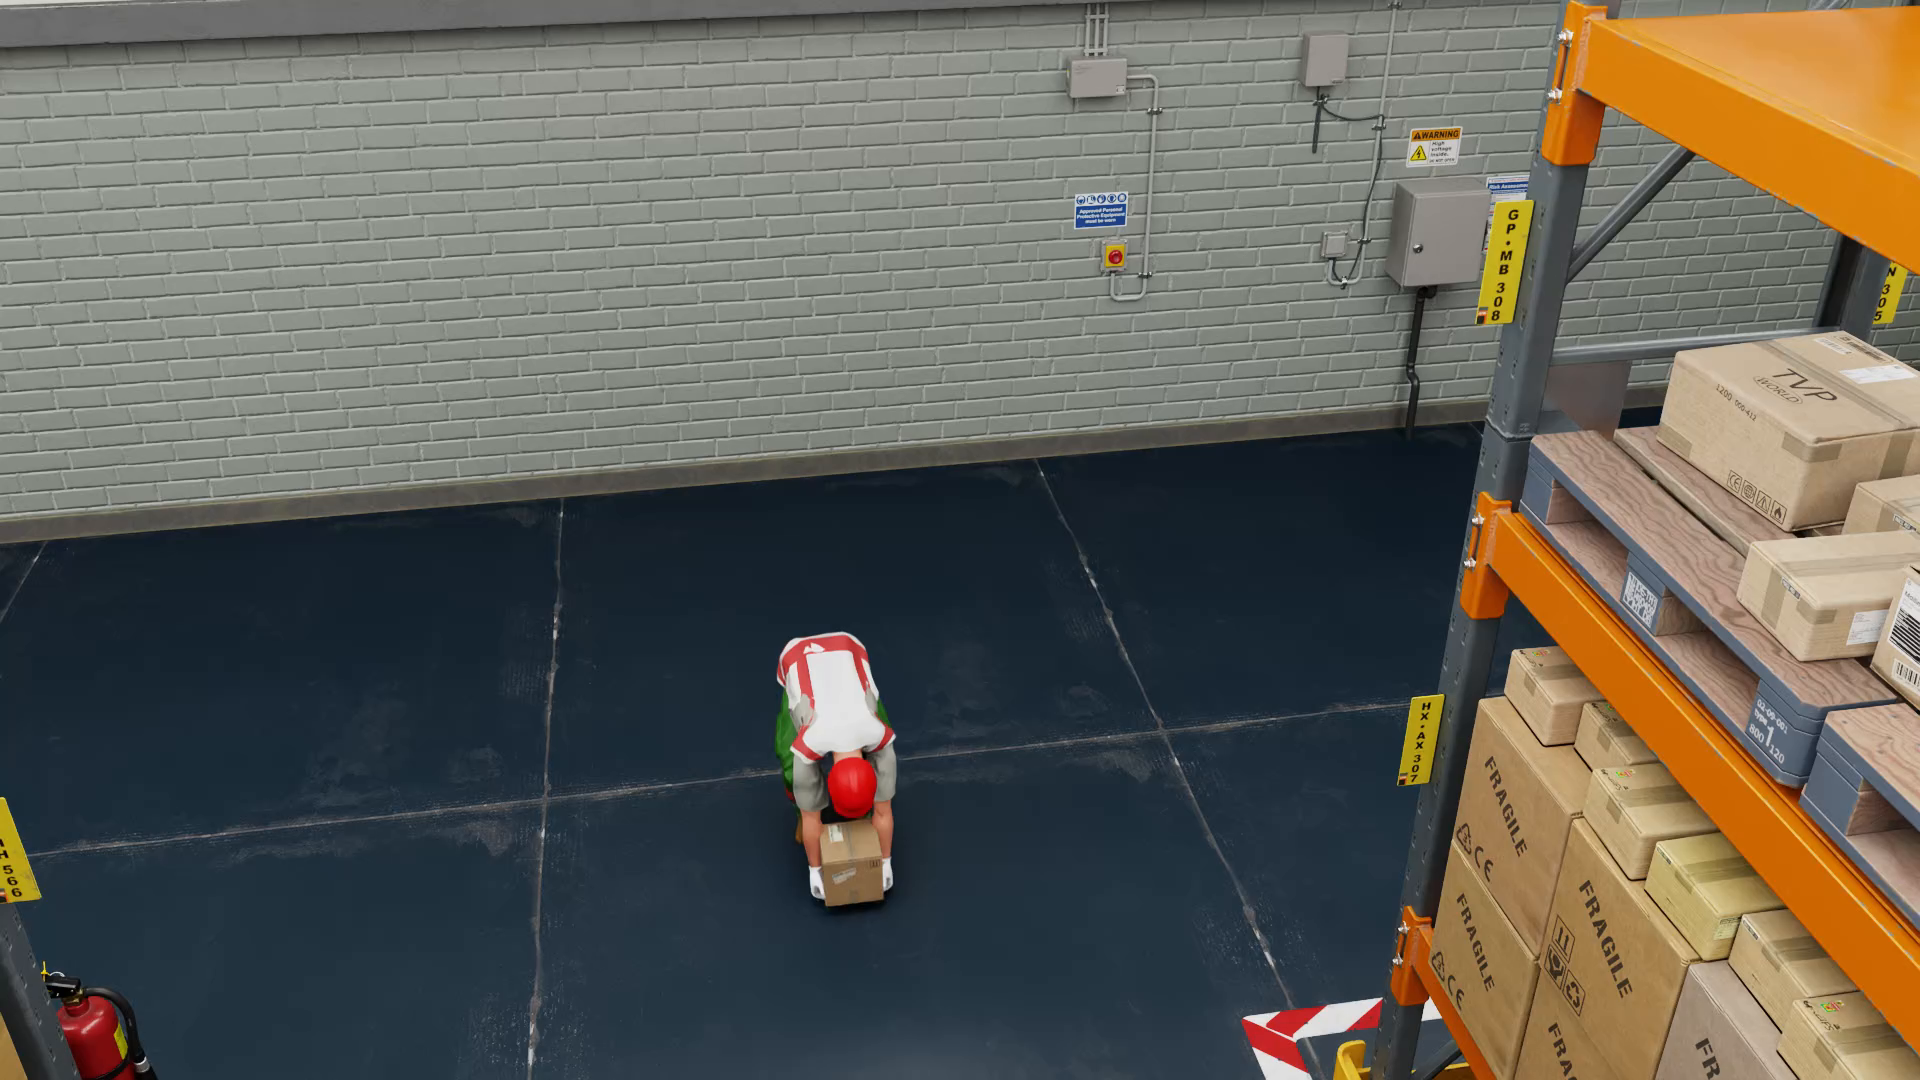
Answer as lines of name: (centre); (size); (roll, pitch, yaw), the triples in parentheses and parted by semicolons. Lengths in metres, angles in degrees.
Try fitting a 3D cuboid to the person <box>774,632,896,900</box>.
person: (-0.530, 0.980, 7.248); (0.522, 0.970, 0.948); (-7, 31, -11)
